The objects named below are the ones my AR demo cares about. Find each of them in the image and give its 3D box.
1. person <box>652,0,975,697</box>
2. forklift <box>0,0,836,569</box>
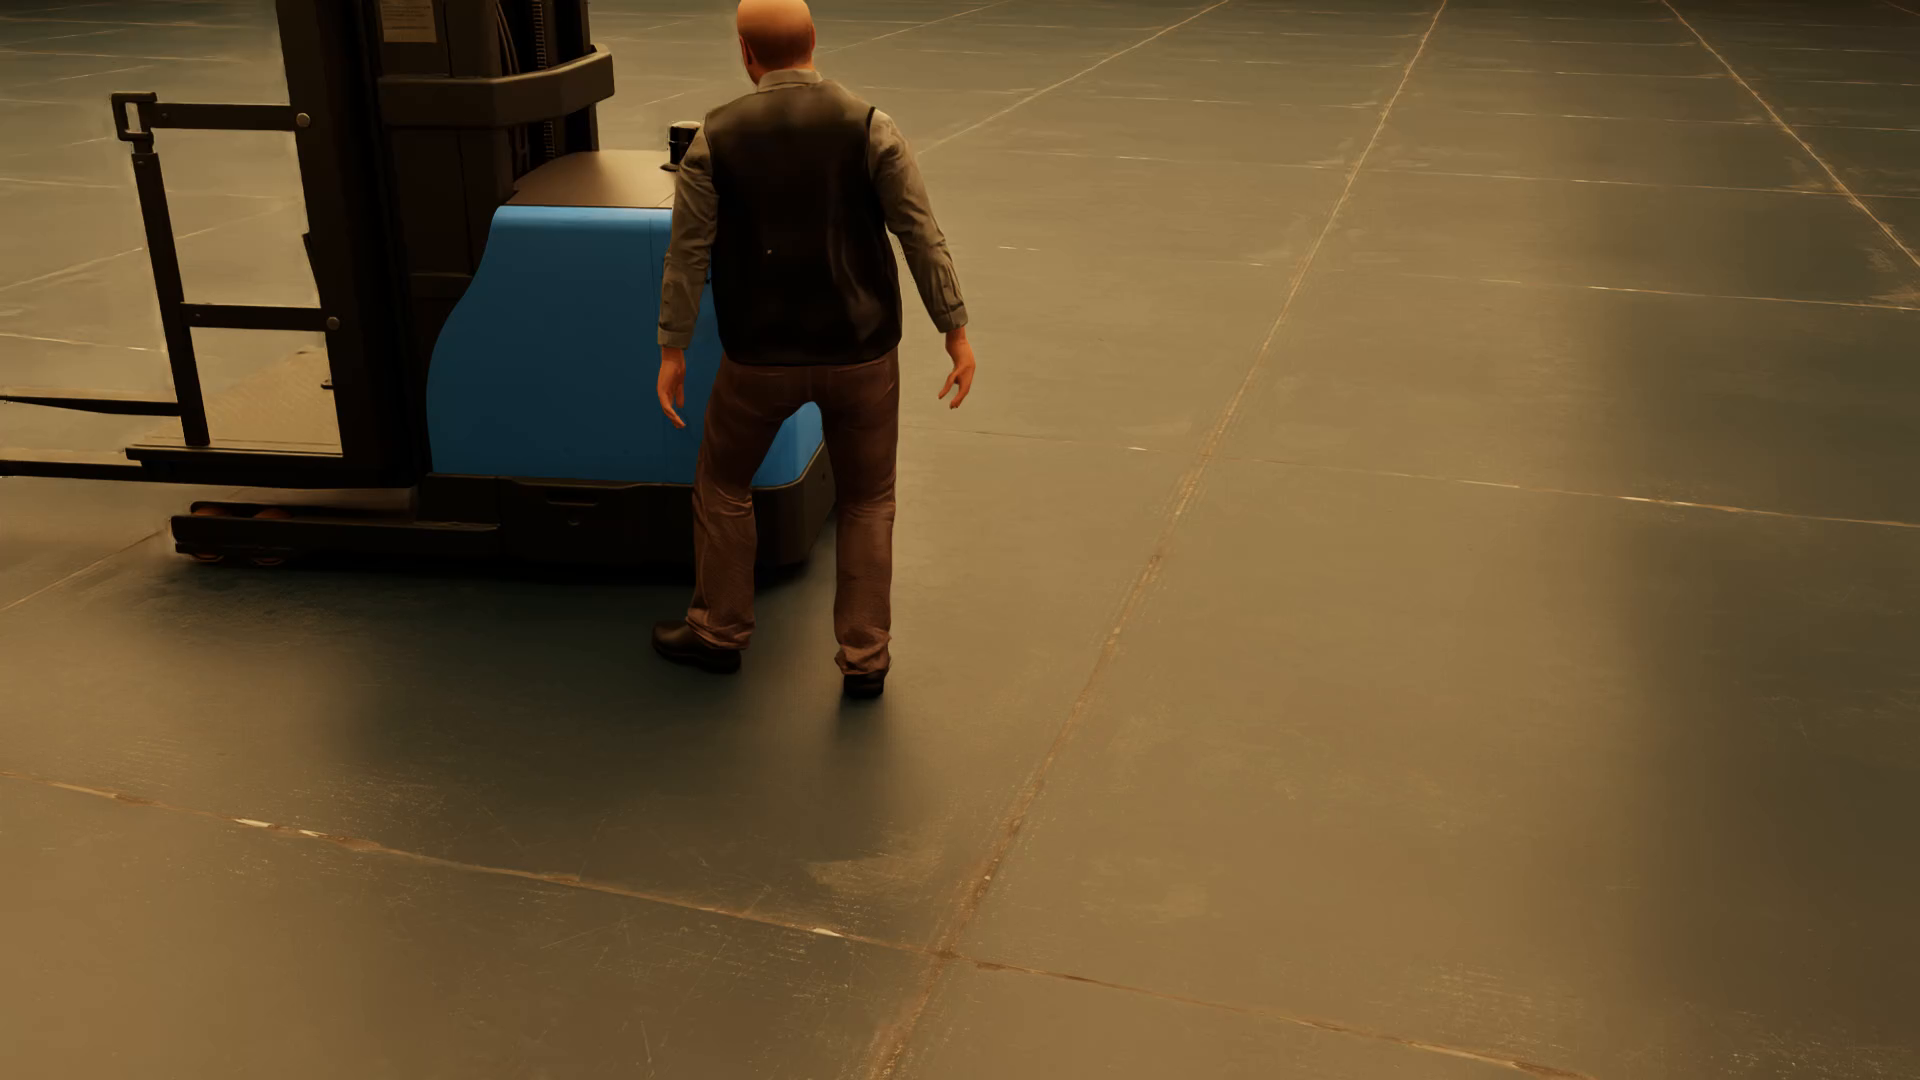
[{"bbox_3d":[-0.393,-0.442,4.011,0.860,1.694,0.406,0,22,0],"label":"person"},{"bbox_3d":[-1.897,-1.474,4.851,3.031,2.935,1.130,3,23,7],"label":"forklift"}]
